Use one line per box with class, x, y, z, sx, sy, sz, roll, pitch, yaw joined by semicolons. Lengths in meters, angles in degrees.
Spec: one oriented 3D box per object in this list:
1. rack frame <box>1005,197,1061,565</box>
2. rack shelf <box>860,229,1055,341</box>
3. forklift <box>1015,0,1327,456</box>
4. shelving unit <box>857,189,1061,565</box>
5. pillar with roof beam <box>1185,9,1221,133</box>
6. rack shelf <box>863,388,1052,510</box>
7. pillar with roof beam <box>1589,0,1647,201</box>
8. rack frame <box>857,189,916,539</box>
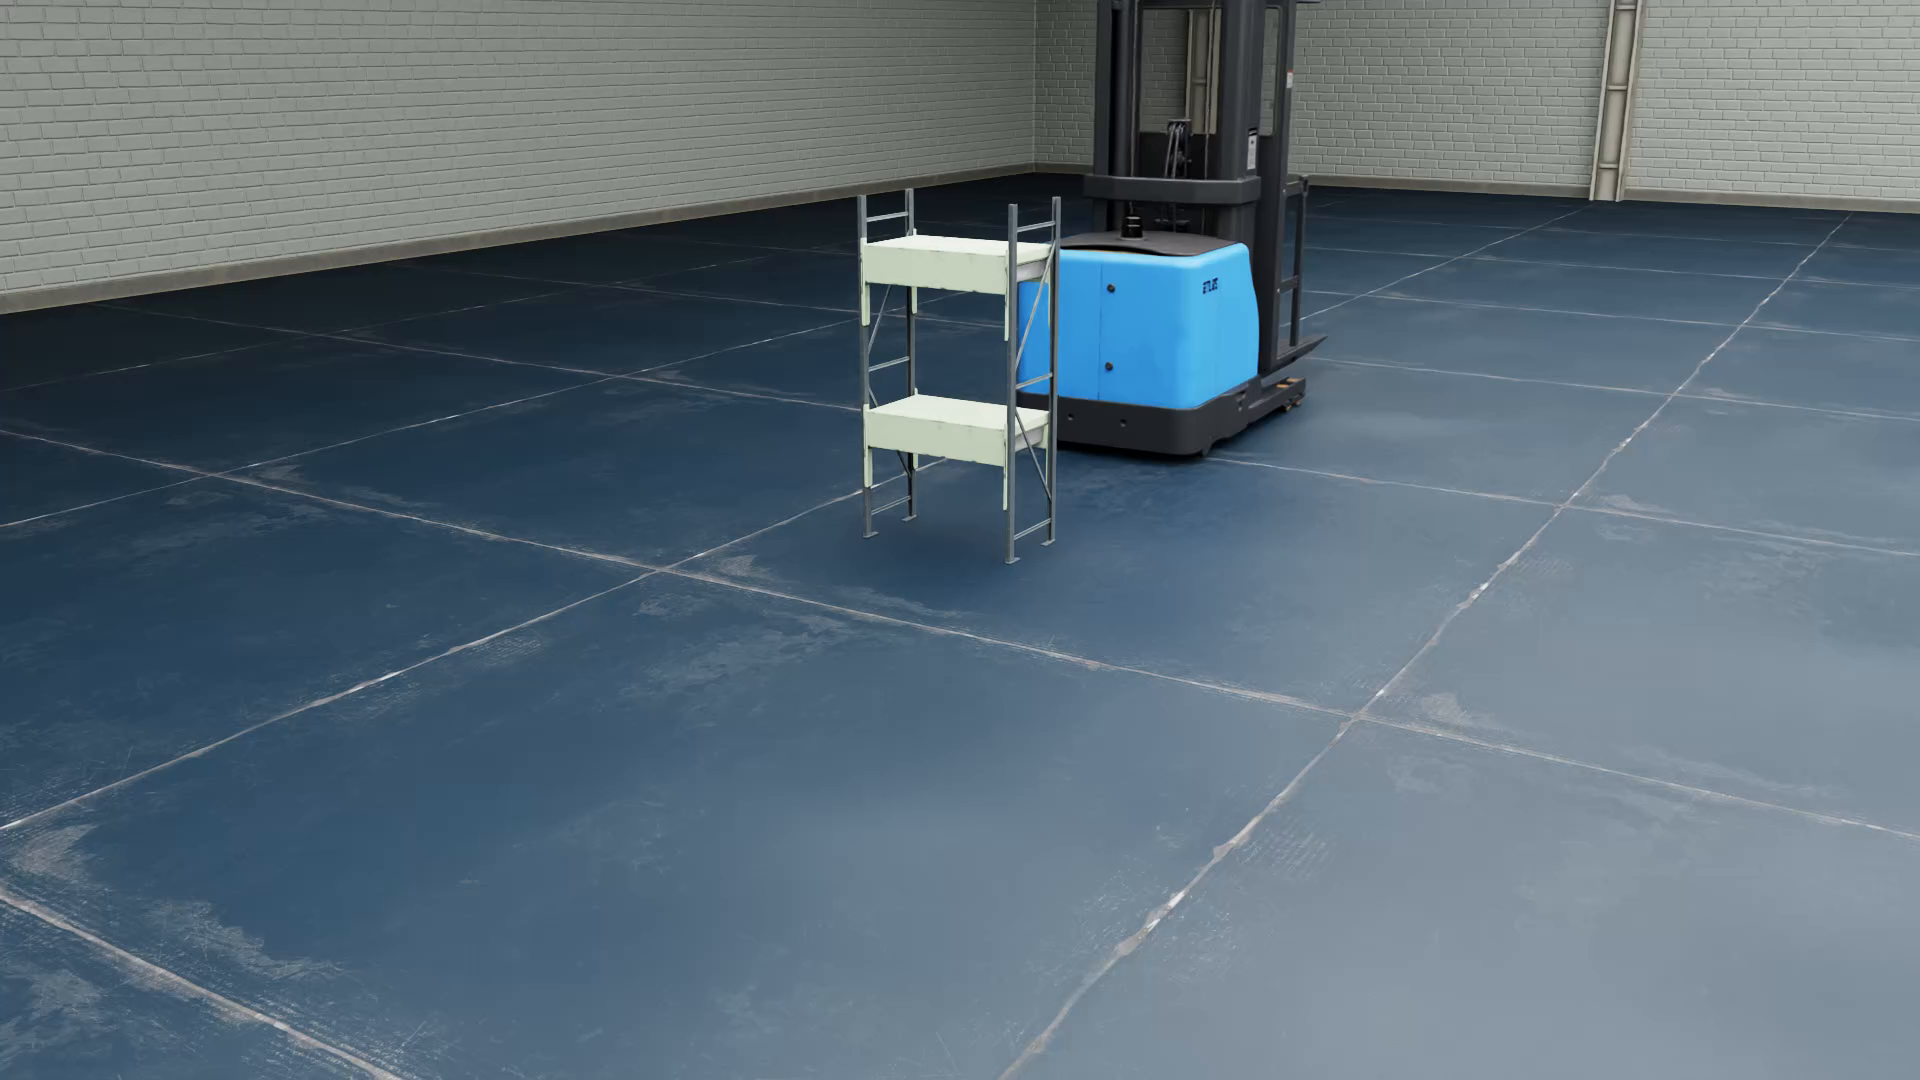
rack frame;0.306;-0.663;6.983;0.023;1.500;0.400;10;20;30
rack shelf;-0.006;-1.092;7.053;0.720;0.370;0.431;10;20;30
forklift;1.441;-2.221;9.650;1.130;2.935;3.031;9;19;27
shelving unit;-0.006;-0.719;7.167;0.755;1.500;0.431;10;20;30
pillar with roof beam;1.420;-8.777;20.793;0.400;9.000;9.100;10;20;30
rack shelf;-0.006;-0.407;7.261;0.720;0.370;0.431;10;20;30
pillar with roof beam;6.533;-7.864;17.789;0.400;9.000;9.100;10;20;30
rack frame;-0.318;-0.774;7.350;0.023;1.500;0.400;10;20;30
